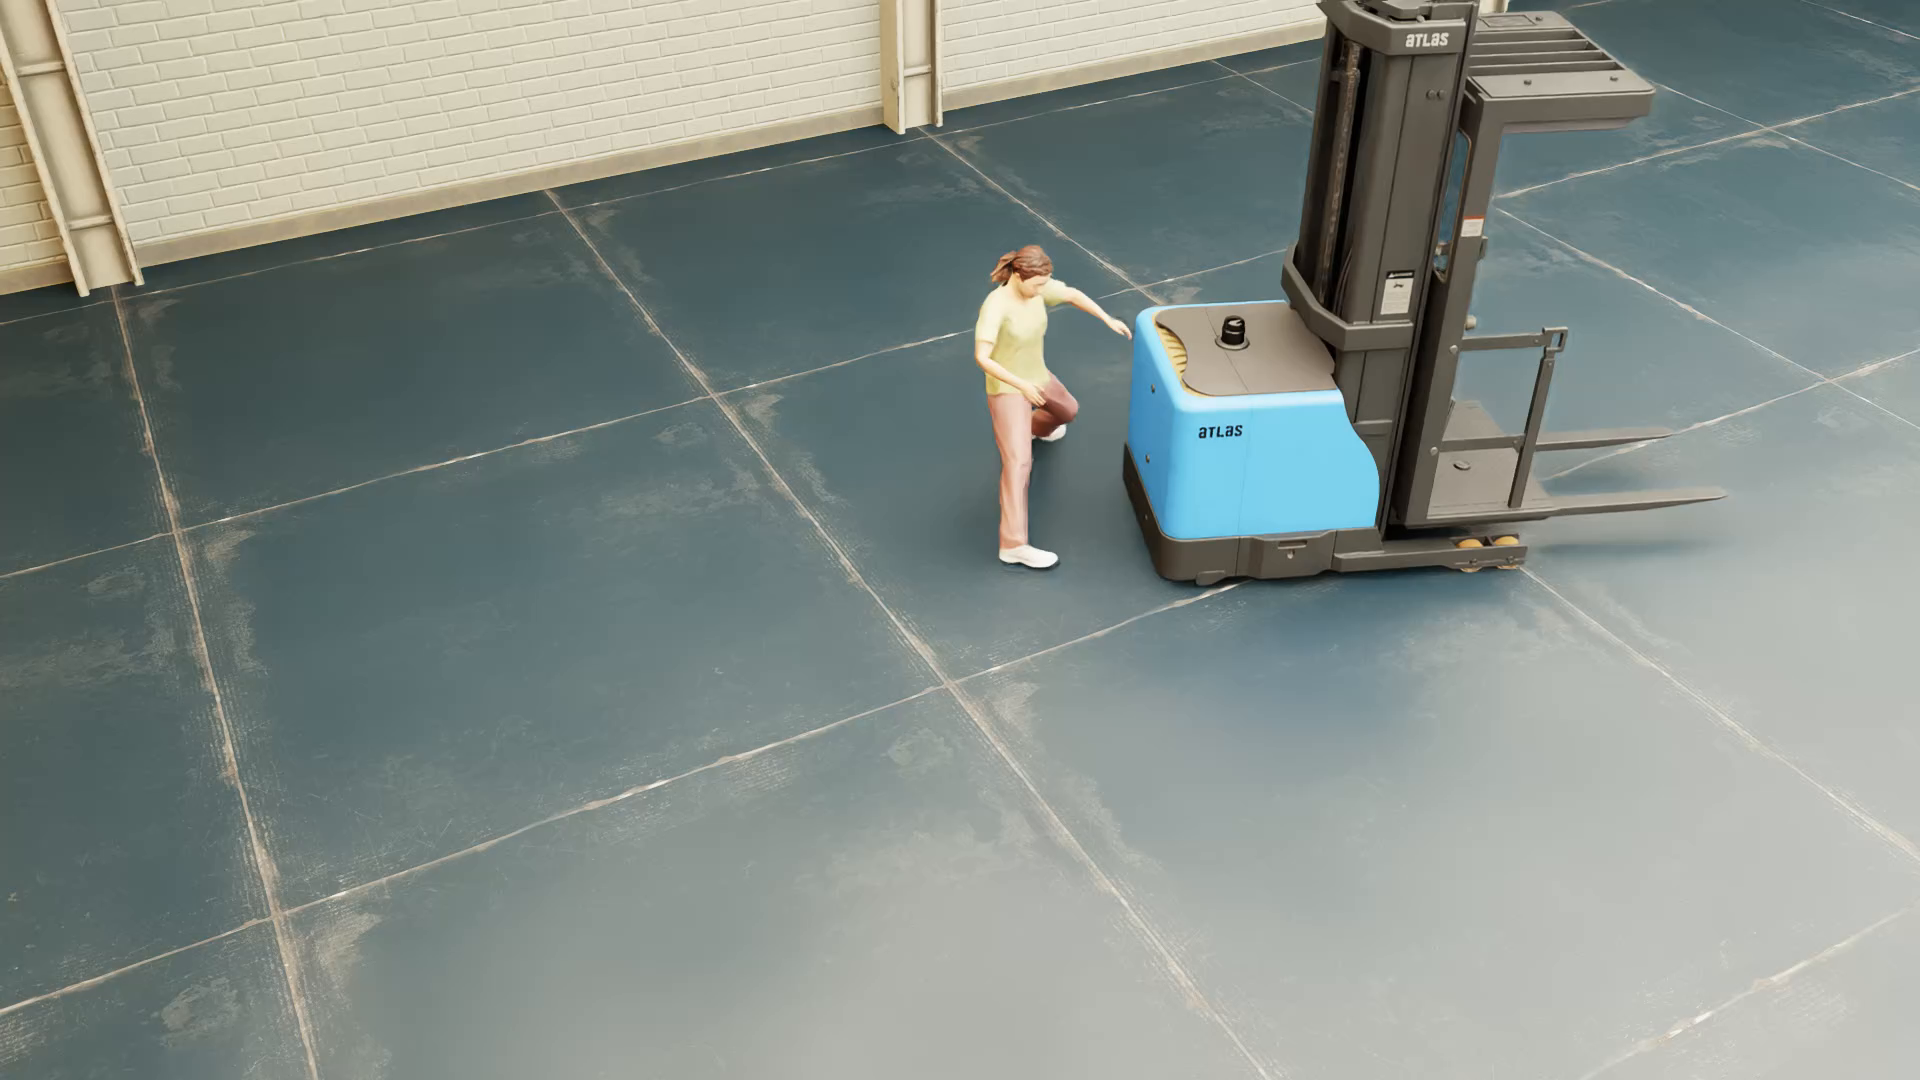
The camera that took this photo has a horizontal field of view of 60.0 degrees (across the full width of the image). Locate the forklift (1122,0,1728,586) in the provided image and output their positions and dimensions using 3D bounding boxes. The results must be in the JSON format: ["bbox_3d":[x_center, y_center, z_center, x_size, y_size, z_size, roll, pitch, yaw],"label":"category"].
[{"bbox_3d":[2.436,-1.334,8.010,3.031,2.935,1.130,-4,35,-6],"label":"forklift"}]

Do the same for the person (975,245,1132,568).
[{"bbox_3d":[0.440,-0.832,8.550,0.902,1.478,1.201,26,43,32],"label":"person"}]
